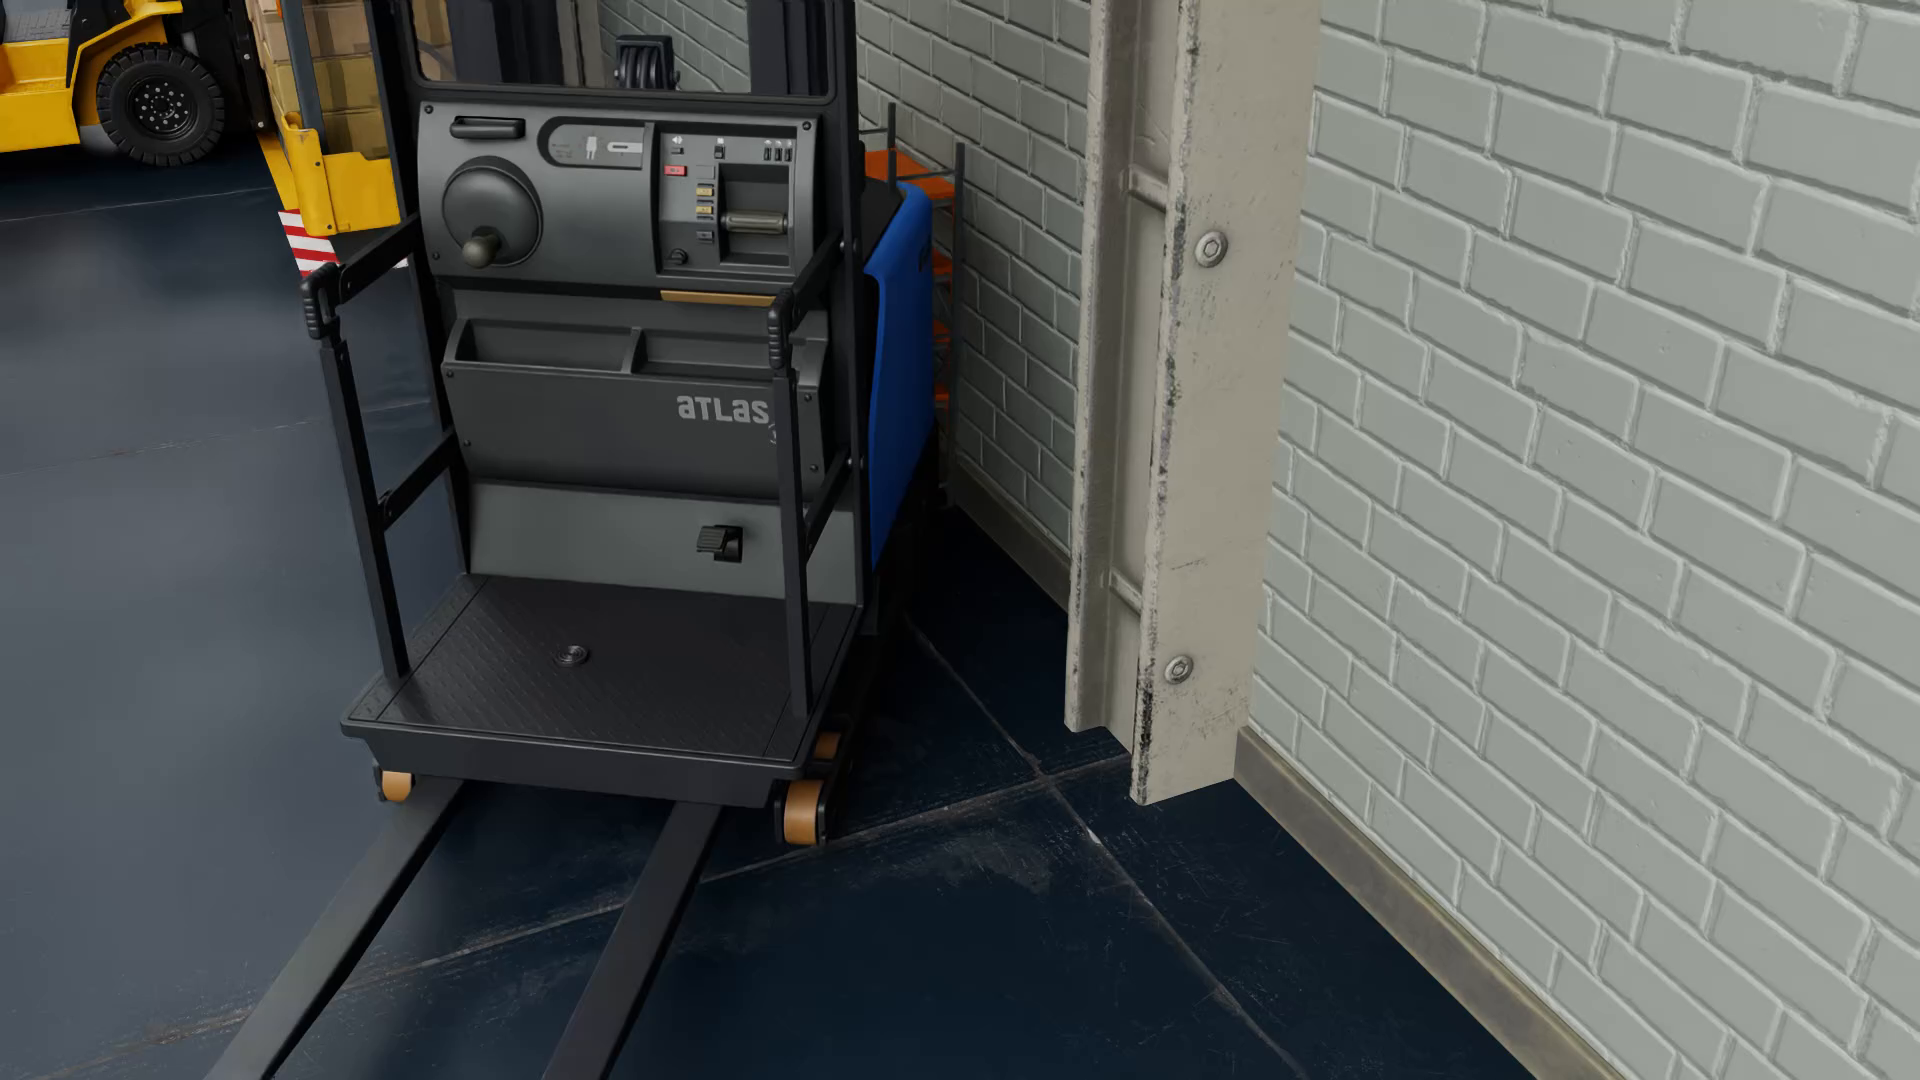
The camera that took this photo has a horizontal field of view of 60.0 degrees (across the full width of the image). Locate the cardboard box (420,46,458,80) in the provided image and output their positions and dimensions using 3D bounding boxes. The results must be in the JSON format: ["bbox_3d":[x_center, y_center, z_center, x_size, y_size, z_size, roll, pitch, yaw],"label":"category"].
[{"bbox_3d":[-2.609,-2.381,8.299,0.500,0.250,0.500,-12,32,-21],"label":"cardboard box"}]

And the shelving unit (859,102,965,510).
[{"bbox_3d":[-0.223,-0.722,5.297,0.258,1.200,0.503,-12,32,-24],"label":"shelving unit"}]

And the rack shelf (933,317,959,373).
[{"bbox_3d":[-0.225,-0.664,5.330,0.258,0.148,0.480,-12,32,-24],"label":"rack shelf"}]

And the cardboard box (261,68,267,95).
[{"bbox_3d":[-3.737,-2.722,9.419,0.500,0.250,0.500,-12,31,-20],"label":"cardboard box"}]

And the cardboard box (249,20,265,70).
[{"bbox_3d":[-3.532,-2.726,8.916,0.500,0.250,0.500,-14,32,-23],"label":"cardboard box"}]

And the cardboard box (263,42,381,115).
[{"bbox_3d":[-3.086,-2.279,8.118,0.500,0.250,0.500,-14,32,-23],"label":"cardboard box"}]

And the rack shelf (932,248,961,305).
[{"bbox_3d":[-0.218,-0.859,5.221,0.258,0.148,0.480,-12,32,-24],"label":"rack shelf"}]

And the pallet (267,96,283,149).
[{"bbox_3d":[-3.481,-2.578,9.632,1.003,0.211,1.213,-13,32,-22],"label":"pallet"}]

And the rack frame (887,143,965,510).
[{"bbox_3d":[-0.115,-0.613,5.107,0.240,1.200,0.015,-12,32,-24],"label":"rack frame"}]

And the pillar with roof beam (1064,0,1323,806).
[{"bbox_3d":[-3.392,-2.487,0.484,9.100,9.000,0.400,-13,32,-22],"label":"pillar with roof beam"}]

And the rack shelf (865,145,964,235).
[{"bbox_3d":[-0.211,-1.066,5.106,0.258,0.148,0.480,-12,32,-24],"label":"rack shelf"}]

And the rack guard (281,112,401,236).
[{"bbox_3d":[-2.584,-1.827,7.996,1.175,0.500,0.348,-13,32,-22],"label":"rack guard"}]

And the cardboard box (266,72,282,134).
[{"bbox_3d":[-3.287,-2.274,8.621,0.500,0.250,0.500,-13,32,-22],"label":"cardboard box"}]

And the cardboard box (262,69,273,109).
[{"bbox_3d":[-3.493,-2.497,9.018,0.500,0.250,0.500,-13,32,-21],"label":"cardboard box"}]

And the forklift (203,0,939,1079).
[{"bbox_3d":[-0.808,-0.740,3.572,1.130,2.935,3.031,4,30,8],"label":"forklift"}]

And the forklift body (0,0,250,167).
[{"bbox_3d":[-5.056,-3.012,8.422,2.313,2.155,1.214,-13,32,-22],"label":"forklift body"}]

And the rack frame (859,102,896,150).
[{"bbox_3d":[-0.331,-0.832,5.486,0.240,1.200,0.015,-12,32,-24],"label":"rack frame"}]

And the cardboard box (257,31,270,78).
[{"bbox_3d":[-3.292,-2.503,8.517,0.500,0.250,0.500,-13,32,-22],"label":"cardboard box"}]

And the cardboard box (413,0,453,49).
[{"bbox_3d":[-2.630,-2.599,8.179,0.500,0.250,0.500,-14,32,-23],"label":"cardboard box"}]

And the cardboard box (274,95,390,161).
[{"bbox_3d":[-3.082,-2.053,8.225,0.500,0.250,0.500,-13,32,-22],"label":"cardboard box"}]

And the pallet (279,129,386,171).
[{"bbox_3d":[-2.961,-2.040,8.672,1.003,0.211,1.213,-13,32,-22],"label":"pallet"}]

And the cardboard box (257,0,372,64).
[{"bbox_3d":[-3.074,-2.485,7.975,0.500,0.250,0.500,-12,31,-20],"label":"cardboard box"}]

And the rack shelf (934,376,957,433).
[{"bbox_3d":[-0.231,-0.490,5.426,0.258,0.148,0.480,-12,32,-24],"label":"rack shelf"}]

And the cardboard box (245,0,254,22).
[{"bbox_3d":[-3.524,-2.930,8.769,0.500,0.250,0.500,-13,32,-21],"label":"cardboard box"}]

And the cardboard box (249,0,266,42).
[{"bbox_3d":[-3.299,-2.710,8.375,0.500,0.250,0.500,-12,32,-21],"label":"cardboard box"}]

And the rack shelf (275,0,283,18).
[{"bbox_3d":[-3.453,-3.497,9.155,1.077,0.370,4.000,-13,32,-22],"label":"rack shelf"}]

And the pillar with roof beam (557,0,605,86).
[{"bbox_3d":[-5.968,-5.137,5.210,9.100,9.000,0.400,-13,32,-22],"label":"pillar with roof beam"}]

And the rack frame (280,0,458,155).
[{"bbox_3d":[-2.595,-2.927,7.404,1.000,3.000,0.127,-13,32,-22],"label":"rack frame"}]
